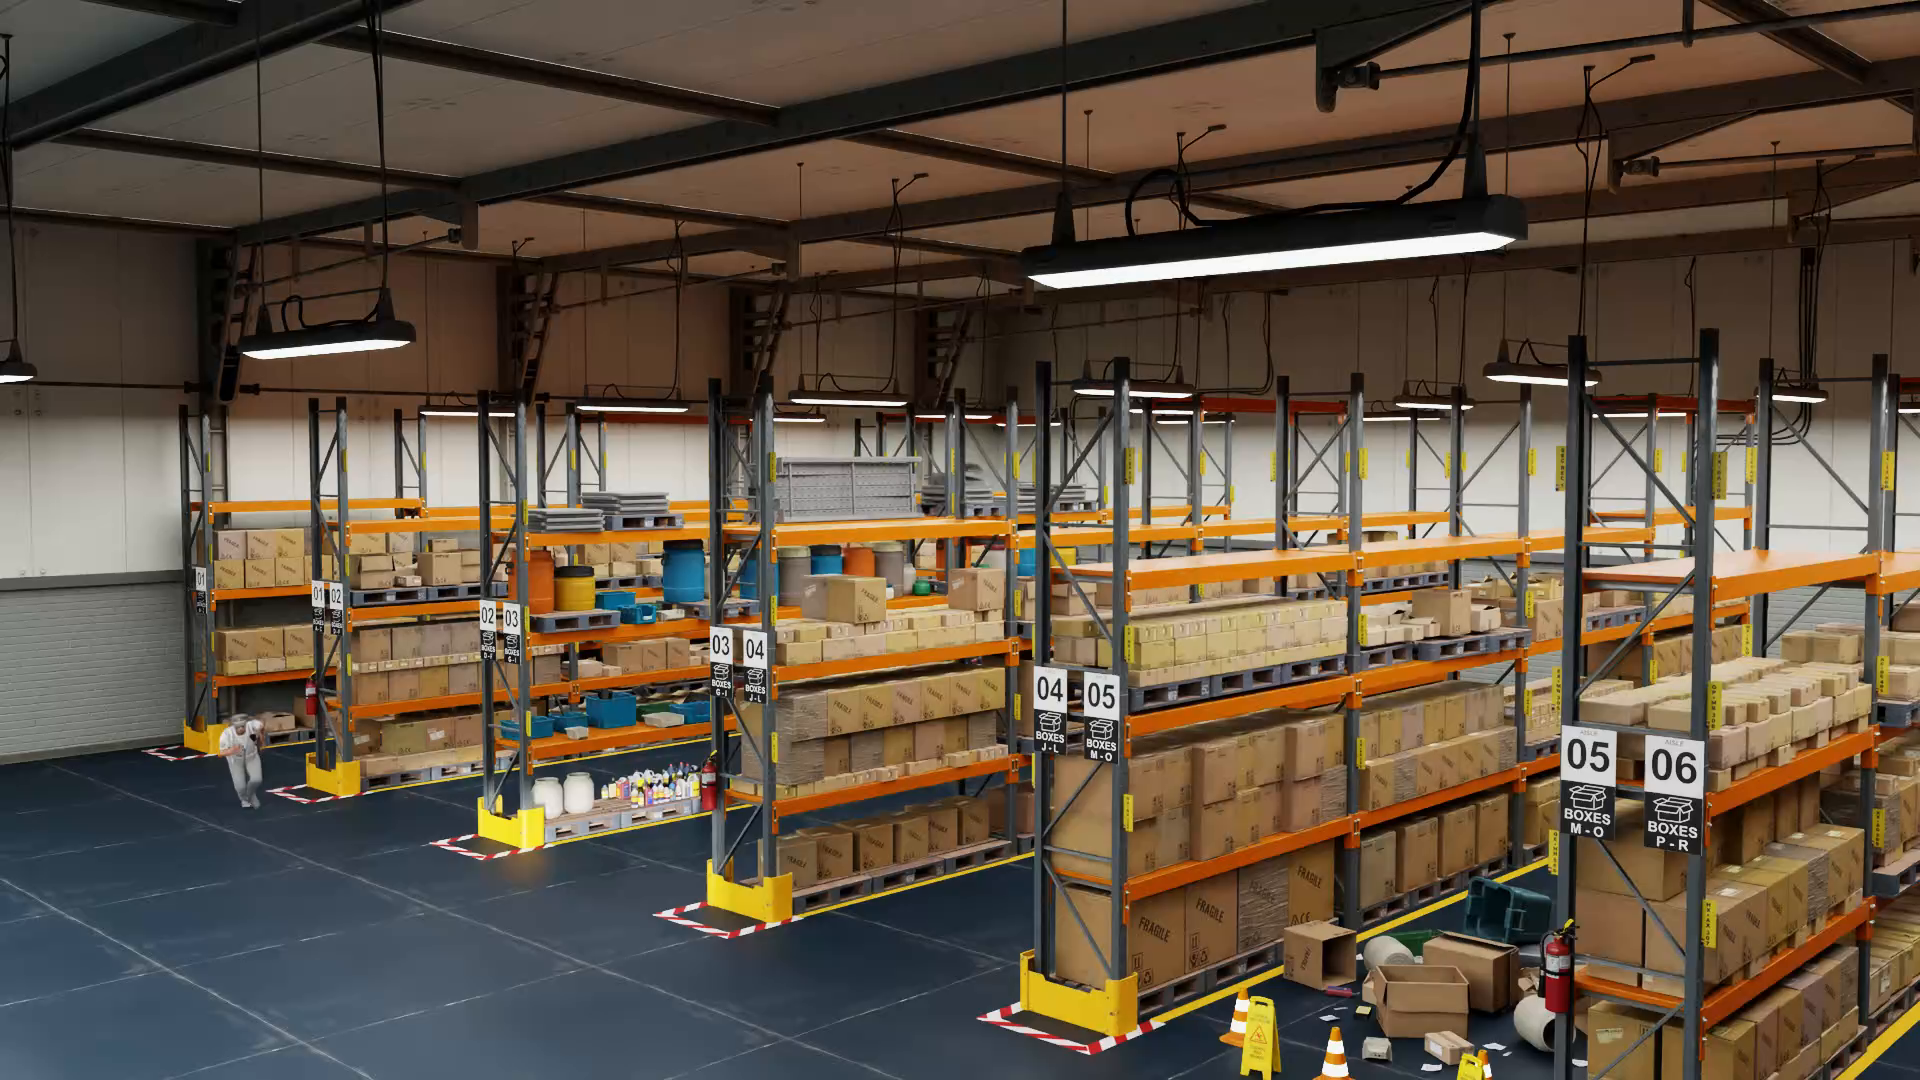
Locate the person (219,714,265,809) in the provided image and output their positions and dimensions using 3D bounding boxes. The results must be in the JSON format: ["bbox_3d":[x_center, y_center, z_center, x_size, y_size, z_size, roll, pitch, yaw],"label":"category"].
[{"bbox_3d":[-10.266,3.176,23.824,0.647,1.467,1.026,-2,3,-27],"label":"person"}]

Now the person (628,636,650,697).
[{"bbox_3d":[-6.347,2.656,32.973,0.532,1.560,0.903,1,3,25],"label":"person"}]
